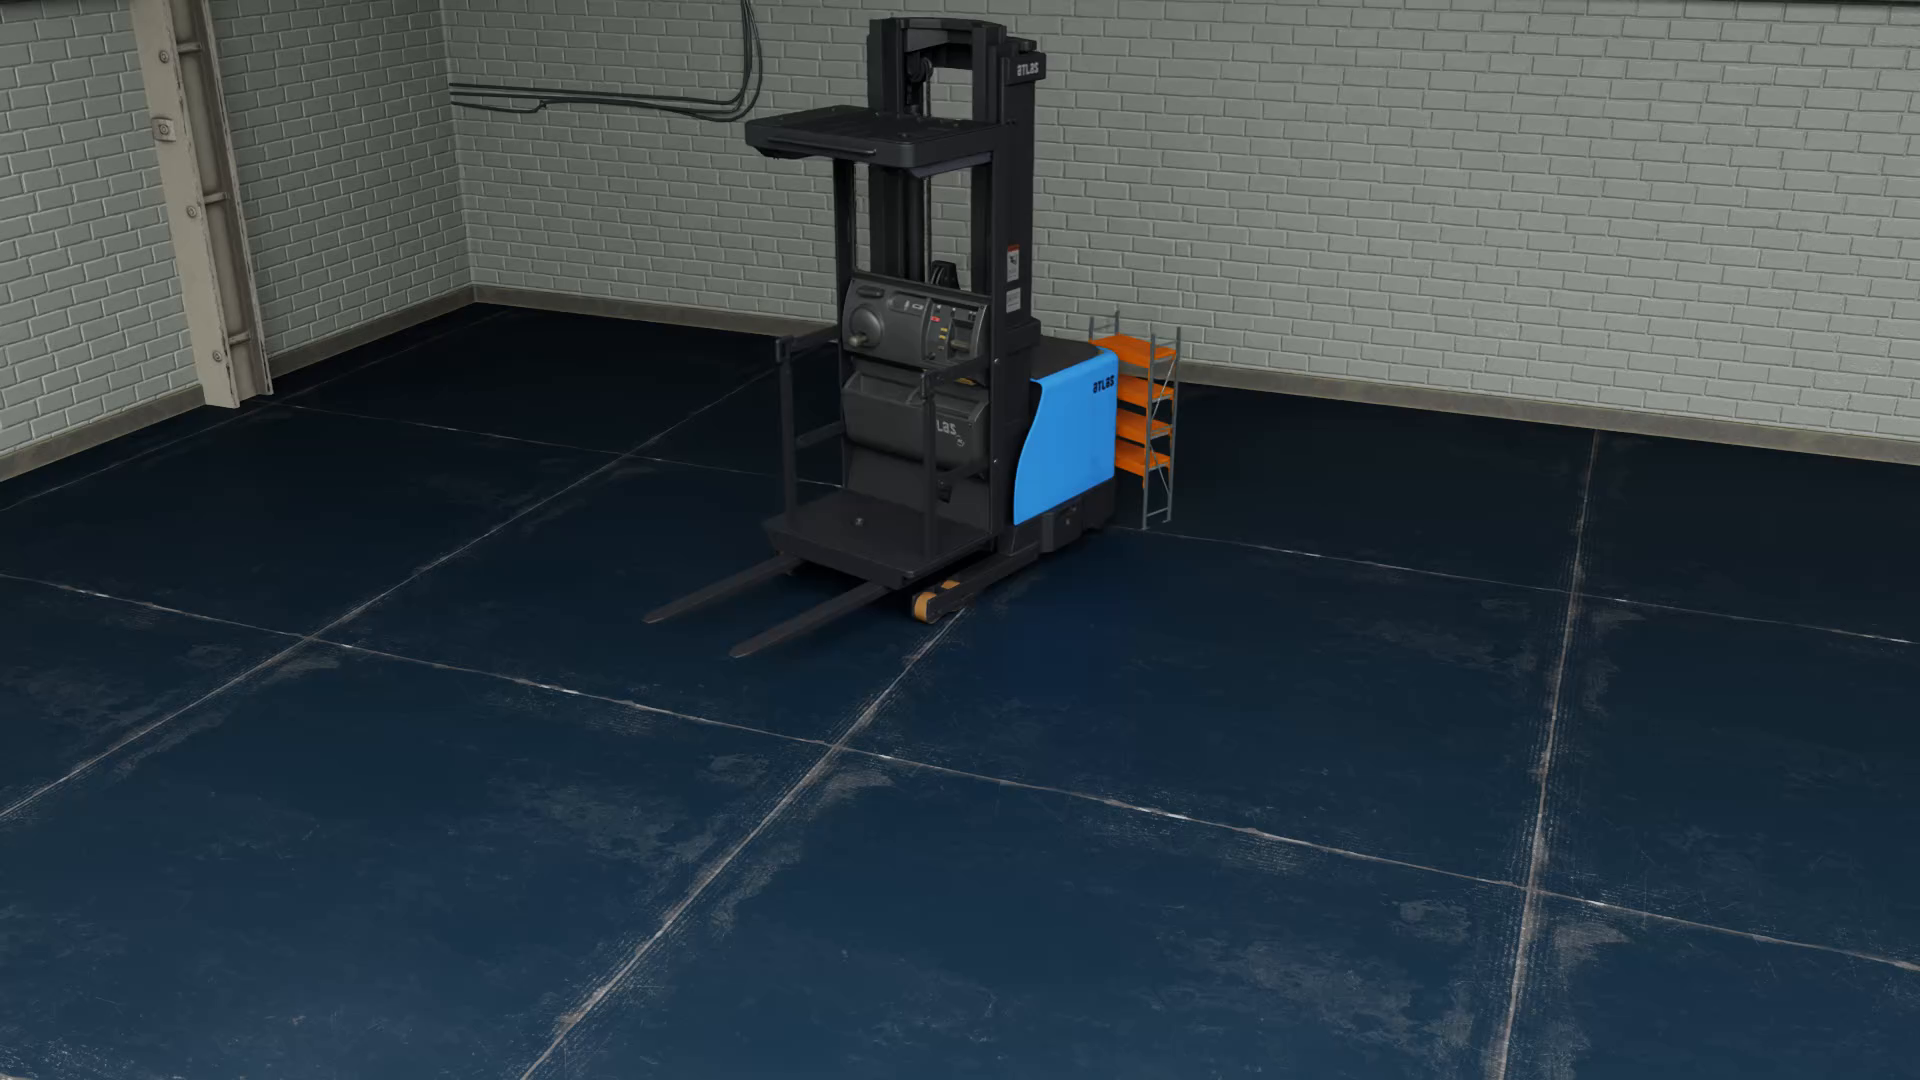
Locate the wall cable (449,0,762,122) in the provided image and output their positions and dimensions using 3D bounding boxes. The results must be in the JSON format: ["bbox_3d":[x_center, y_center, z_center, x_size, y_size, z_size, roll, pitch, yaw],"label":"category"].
[{"bbox_3d":[-2.992,-4.629,13.185,3.097,2.526,0.112,9,24,20],"label":"wall cable"}]

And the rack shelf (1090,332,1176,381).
[{"bbox_3d":[1.019,-1.079,9.756,0.258,0.148,0.480,-19,29,-38],"label":"rack shelf"}]

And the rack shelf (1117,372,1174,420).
[{"bbox_3d":[1.018,-0.861,9.847,0.258,0.148,0.480,-19,29,-38],"label":"rack shelf"}]

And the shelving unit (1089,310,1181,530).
[{"bbox_3d":[1.018,-0.716,9.907,0.258,1.200,0.503,-19,29,-38],"label":"shelving unit"}]

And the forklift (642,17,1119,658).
[{"bbox_3d":[-0.377,-1.129,8.651,1.130,2.935,3.031,17,28,35],"label":"forklift"}]

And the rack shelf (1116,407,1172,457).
[{"bbox_3d":[1.018,-0.654,9.933,0.258,0.148,0.480,-19,29,-38],"label":"rack shelf"}]

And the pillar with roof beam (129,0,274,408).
[{"bbox_3d":[-1.317,-4.581,9.041,9.100,9.000,0.400,9,24,20],"label":"pillar with roof beam"}]

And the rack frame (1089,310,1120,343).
[{"bbox_3d":[0.857,-0.787,10.076,0.240,1.200,0.015,-19,29,-38],"label":"rack frame"}]

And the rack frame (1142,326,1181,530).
[{"bbox_3d":[1.179,-0.646,9.738,0.240,1.200,0.015,-19,29,-38],"label":"rack frame"}]

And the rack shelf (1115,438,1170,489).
[{"bbox_3d":[1.017,-0.471,10.009,0.258,0.148,0.480,-19,29,-38],"label":"rack shelf"}]
